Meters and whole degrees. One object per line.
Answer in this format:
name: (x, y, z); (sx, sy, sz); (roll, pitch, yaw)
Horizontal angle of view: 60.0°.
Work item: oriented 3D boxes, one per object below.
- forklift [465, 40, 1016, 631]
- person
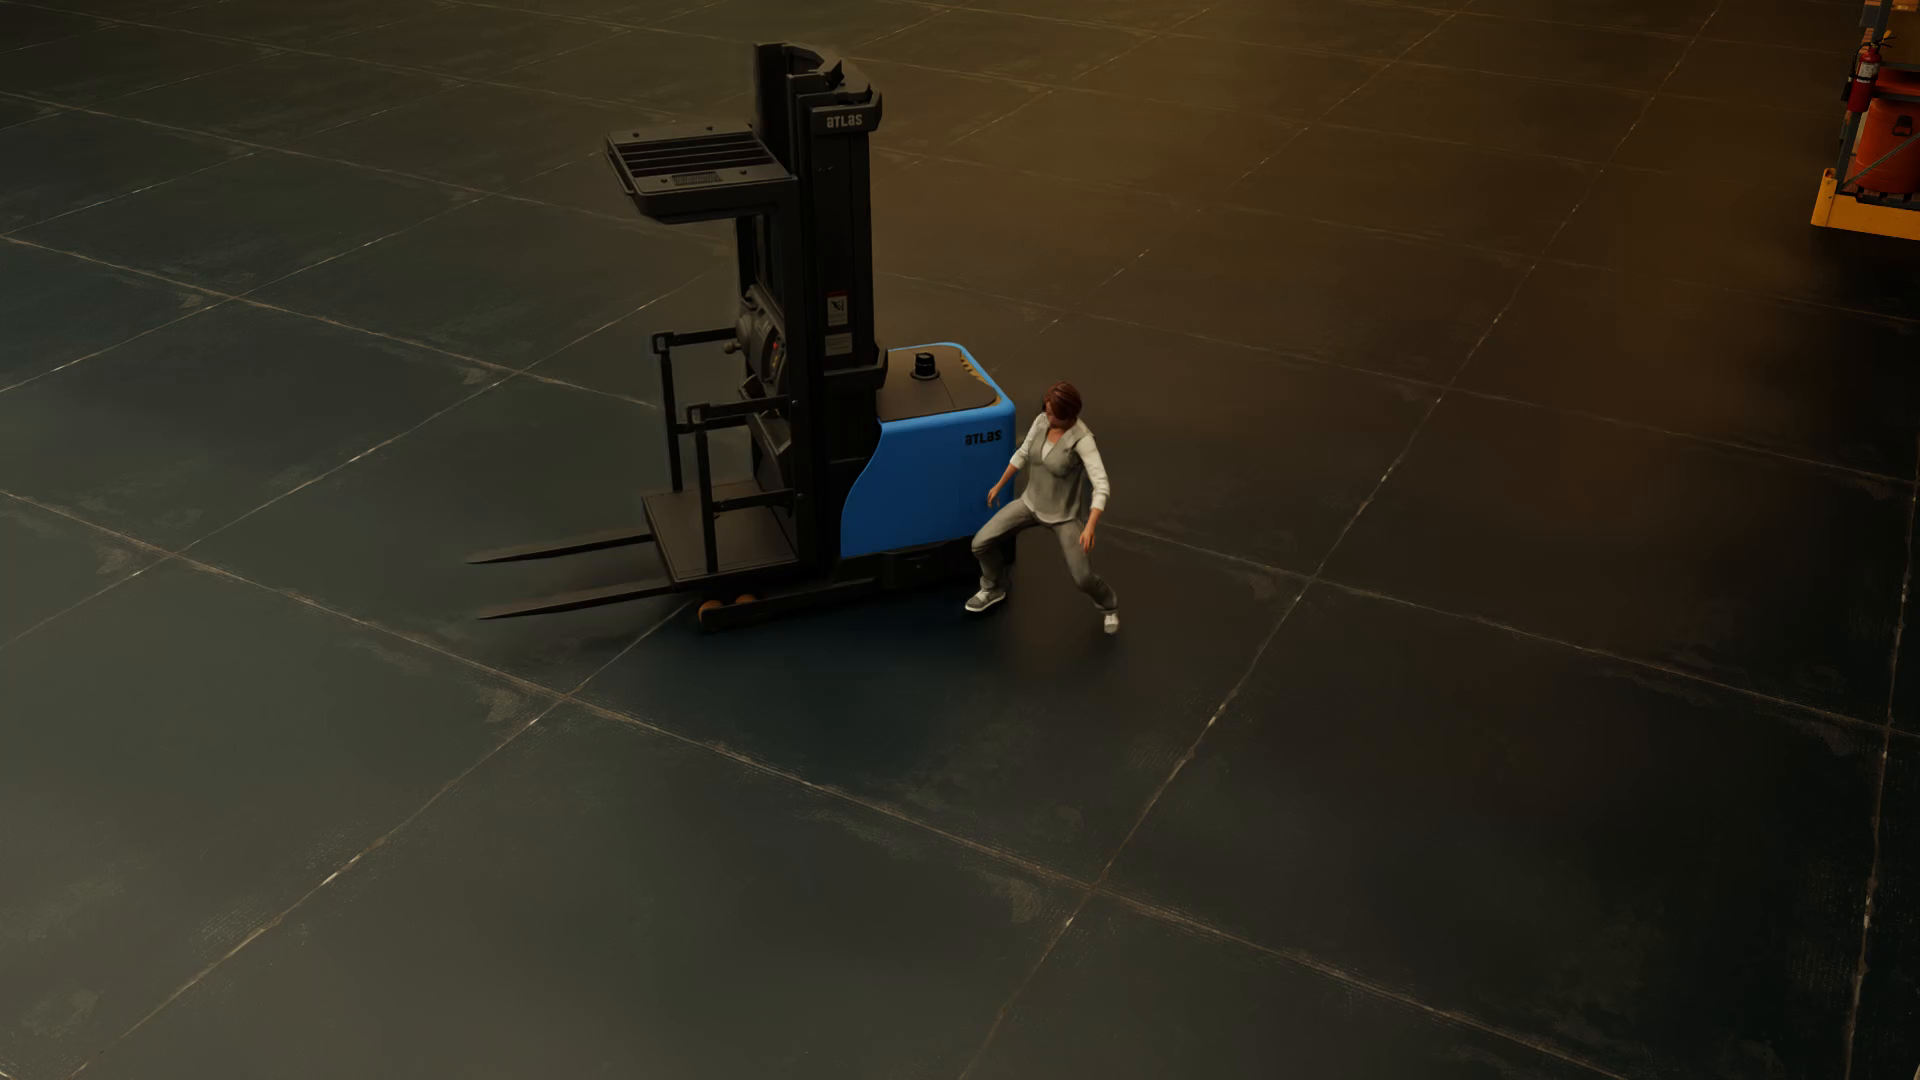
forklift: (-1.251, -1.066, 8.918); (3.031, 2.935, 1.130); (-10, 31, -17)
person: (0.519, -0.151, 8.850); (0.821, 1.488, 0.652); (26, 39, 37)
